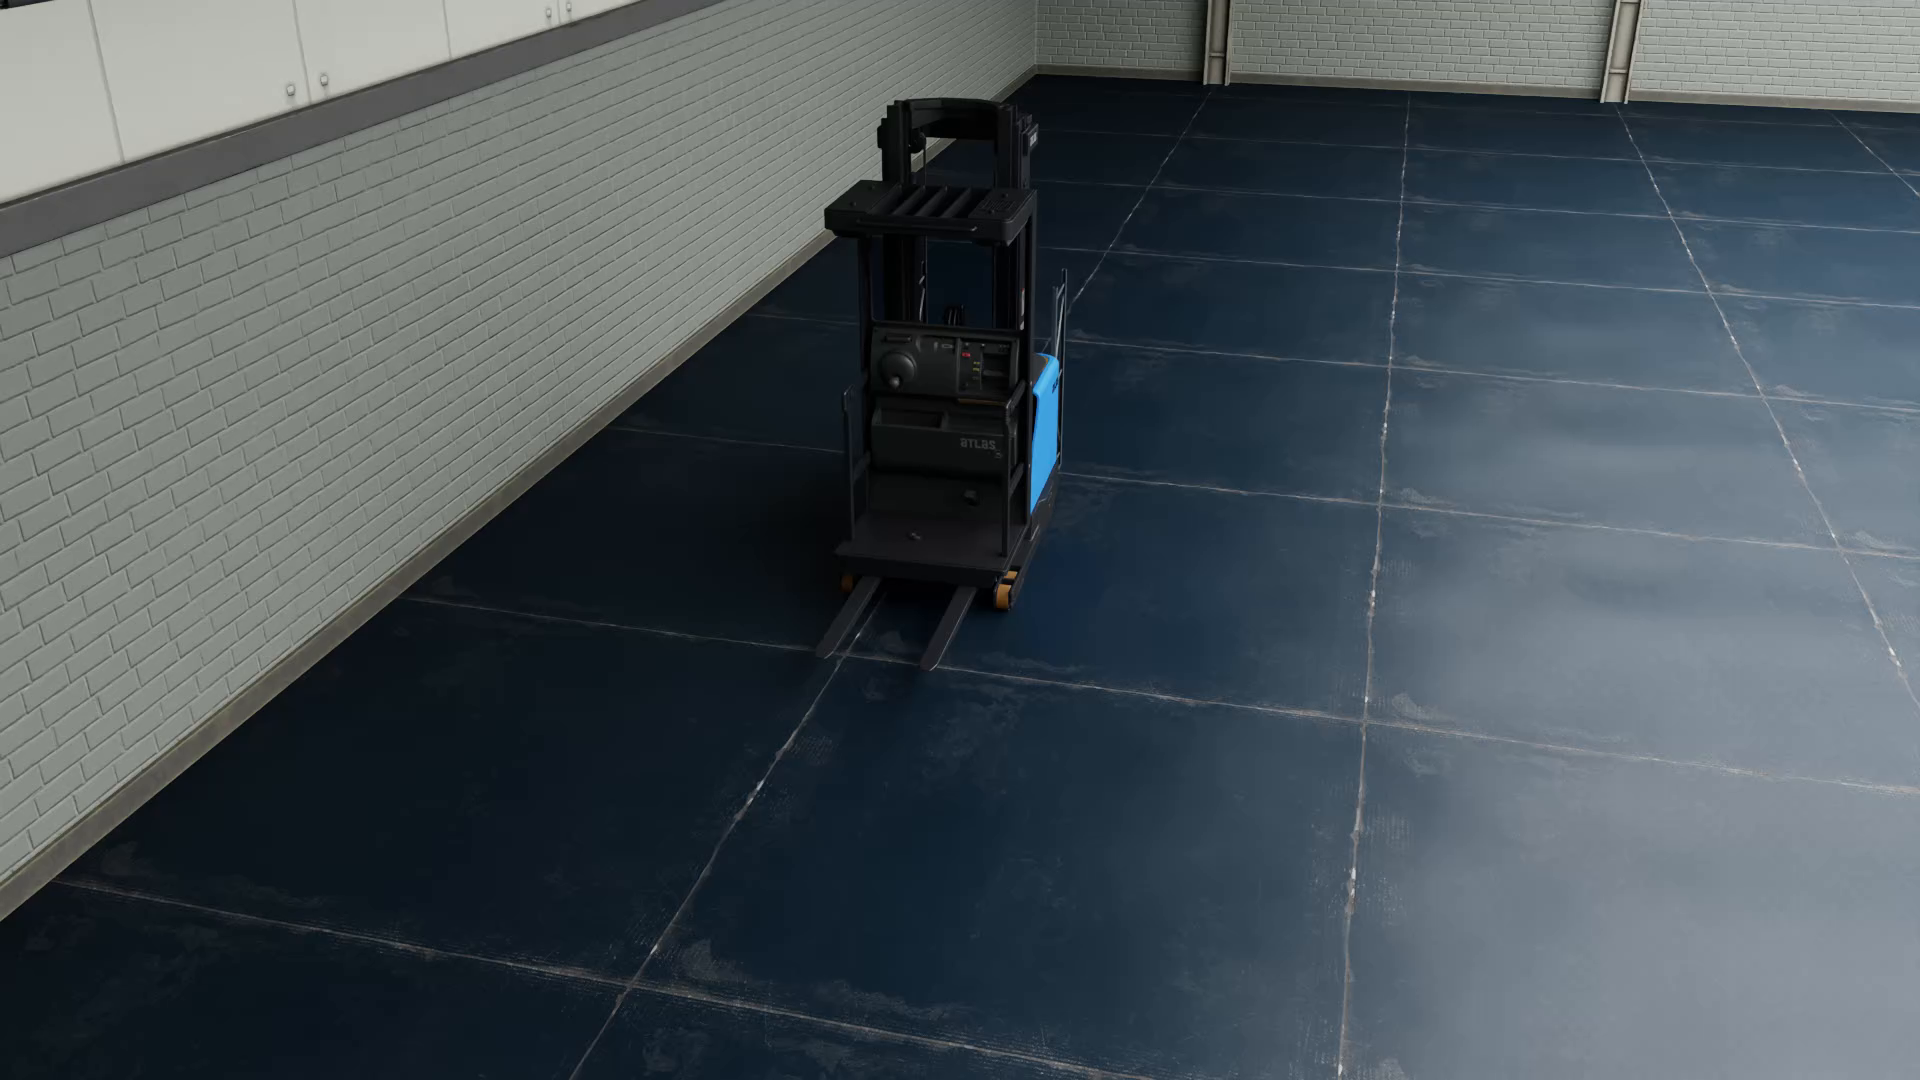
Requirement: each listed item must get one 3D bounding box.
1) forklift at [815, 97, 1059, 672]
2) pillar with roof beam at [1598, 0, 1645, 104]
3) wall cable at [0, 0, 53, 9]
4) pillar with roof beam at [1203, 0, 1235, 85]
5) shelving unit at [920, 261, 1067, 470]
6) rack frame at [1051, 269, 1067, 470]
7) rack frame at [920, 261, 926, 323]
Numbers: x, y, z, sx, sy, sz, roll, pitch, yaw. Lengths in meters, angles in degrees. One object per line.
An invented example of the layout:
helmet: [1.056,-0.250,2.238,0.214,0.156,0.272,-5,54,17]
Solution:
forklift: [-0.142,-1.063,10.073,1.130,2.935,3.031,6,26,12]
pillar with roof beam: [8.839,-8.935,19.548,0.400,9.000,9.100,6,26,13]
wall cable: [-3.889,-4.607,6.503,0.169,6.003,2.305,6,26,13]
pillar with roof beam: [3.028,-9.577,20.898,0.400,9.000,9.100,6,26,13]
shelving unit: [0.197,-1.187,11.994,1.048,1.500,0.538,5,25,10]
rack frame: [0.695,-1.144,11.905,0.032,1.500,0.500,5,25,10]
rack frame: [-0.302,-1.229,12.083,0.032,1.500,0.500,5,25,10]
